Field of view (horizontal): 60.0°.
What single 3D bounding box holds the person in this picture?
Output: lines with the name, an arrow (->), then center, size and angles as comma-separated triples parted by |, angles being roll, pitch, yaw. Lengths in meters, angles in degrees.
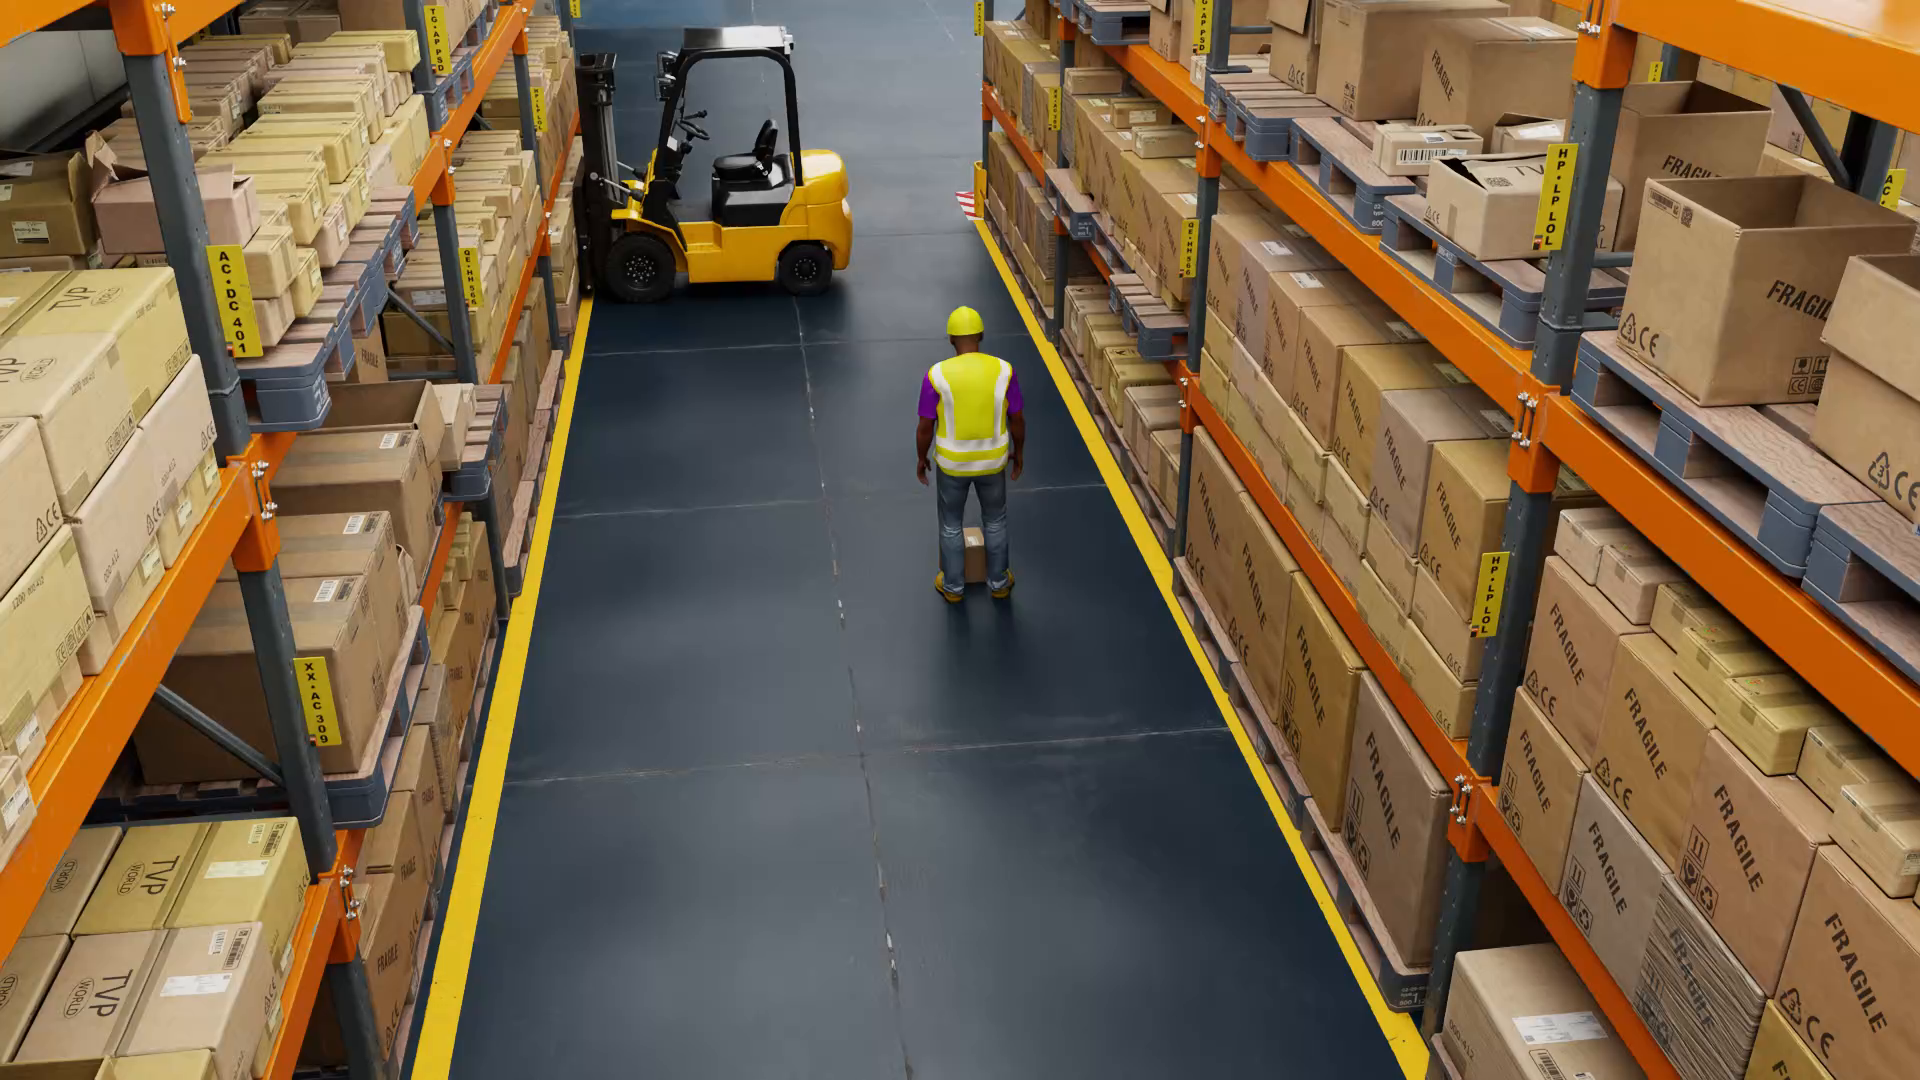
person -> 0.059, -0.476, 9.532 | 0.627, 1.761, 0.460 | -4, 27, -7
